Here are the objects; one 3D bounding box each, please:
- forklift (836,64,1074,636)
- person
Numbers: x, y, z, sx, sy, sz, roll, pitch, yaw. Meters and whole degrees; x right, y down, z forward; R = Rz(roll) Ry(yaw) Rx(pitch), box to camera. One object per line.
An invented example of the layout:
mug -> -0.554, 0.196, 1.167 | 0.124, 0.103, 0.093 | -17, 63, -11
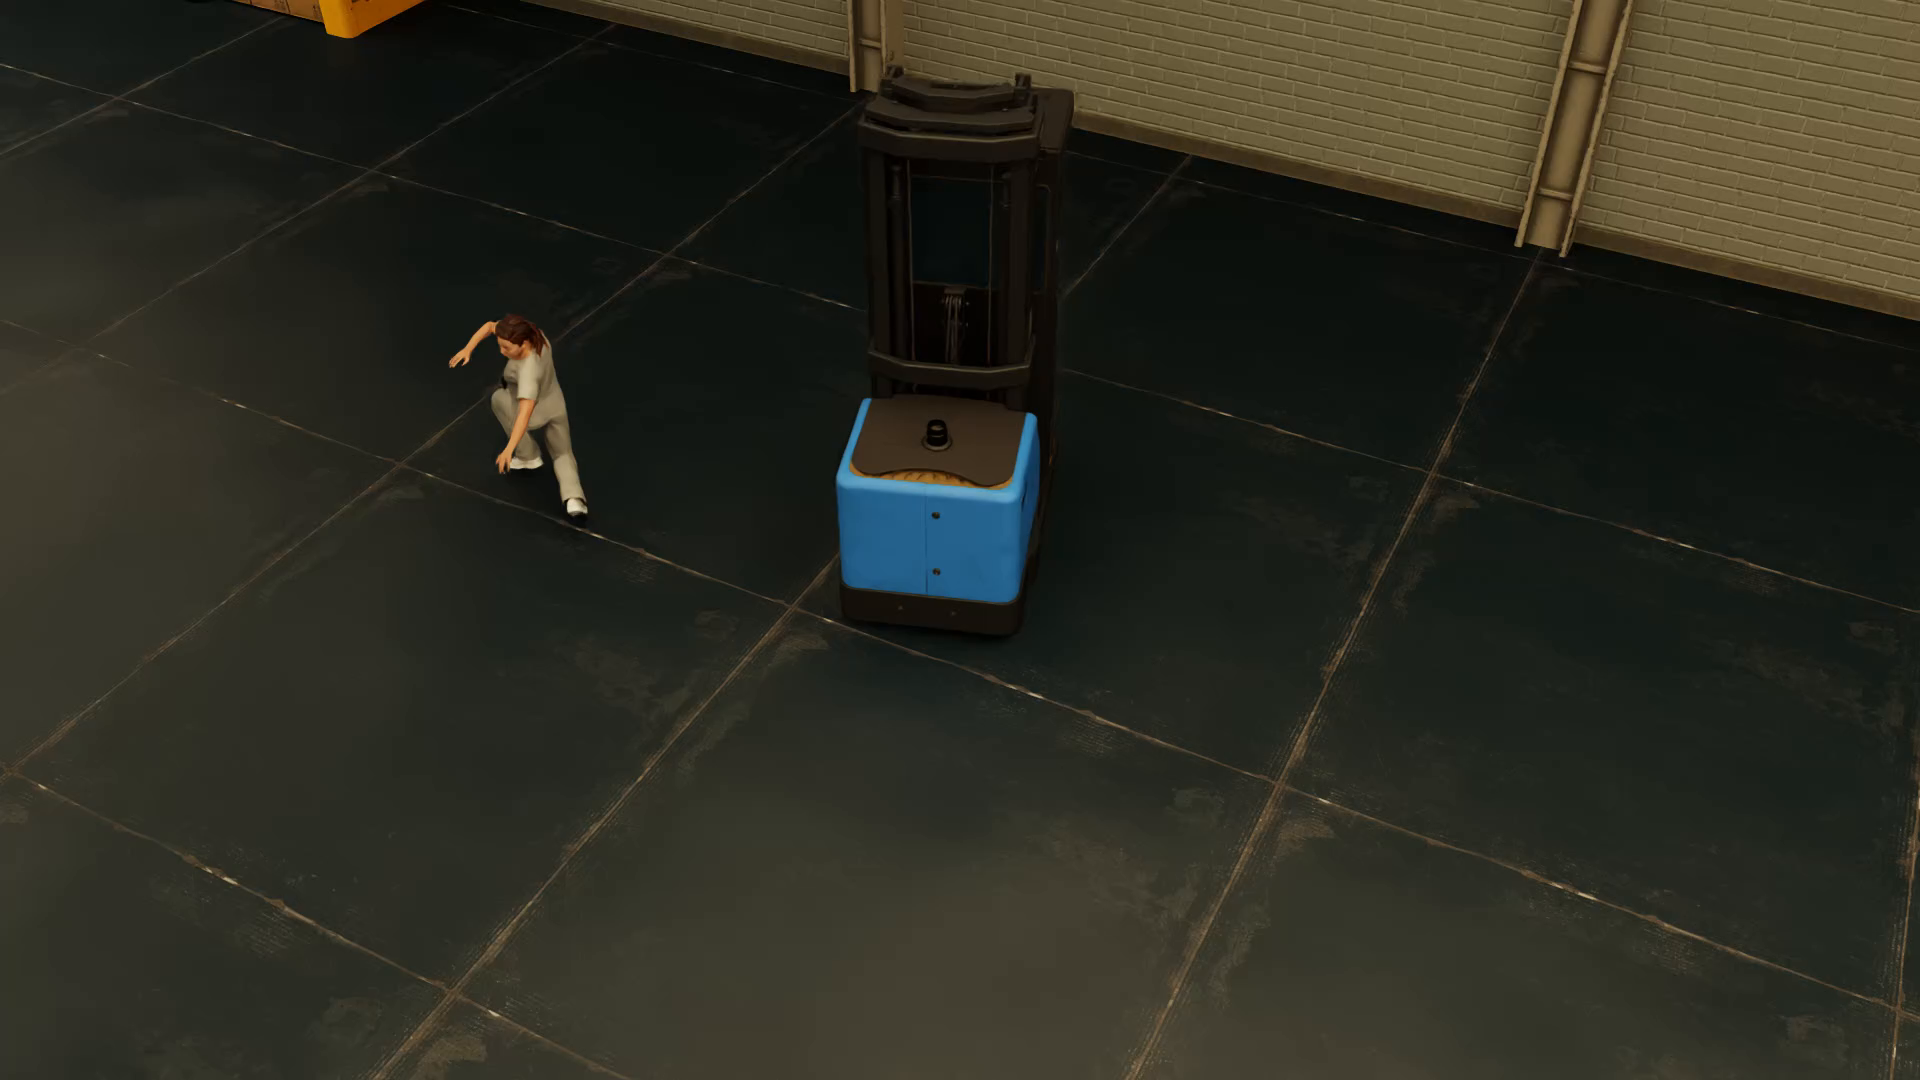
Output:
forklift -> 0.045, -1.525, 9.798 | 1.130, 2.935, 3.031 | 6, 40, 7
person -> -2.700, -0.747, 10.094 | 0.963, 1.405, 0.737 | 28, 48, 29
